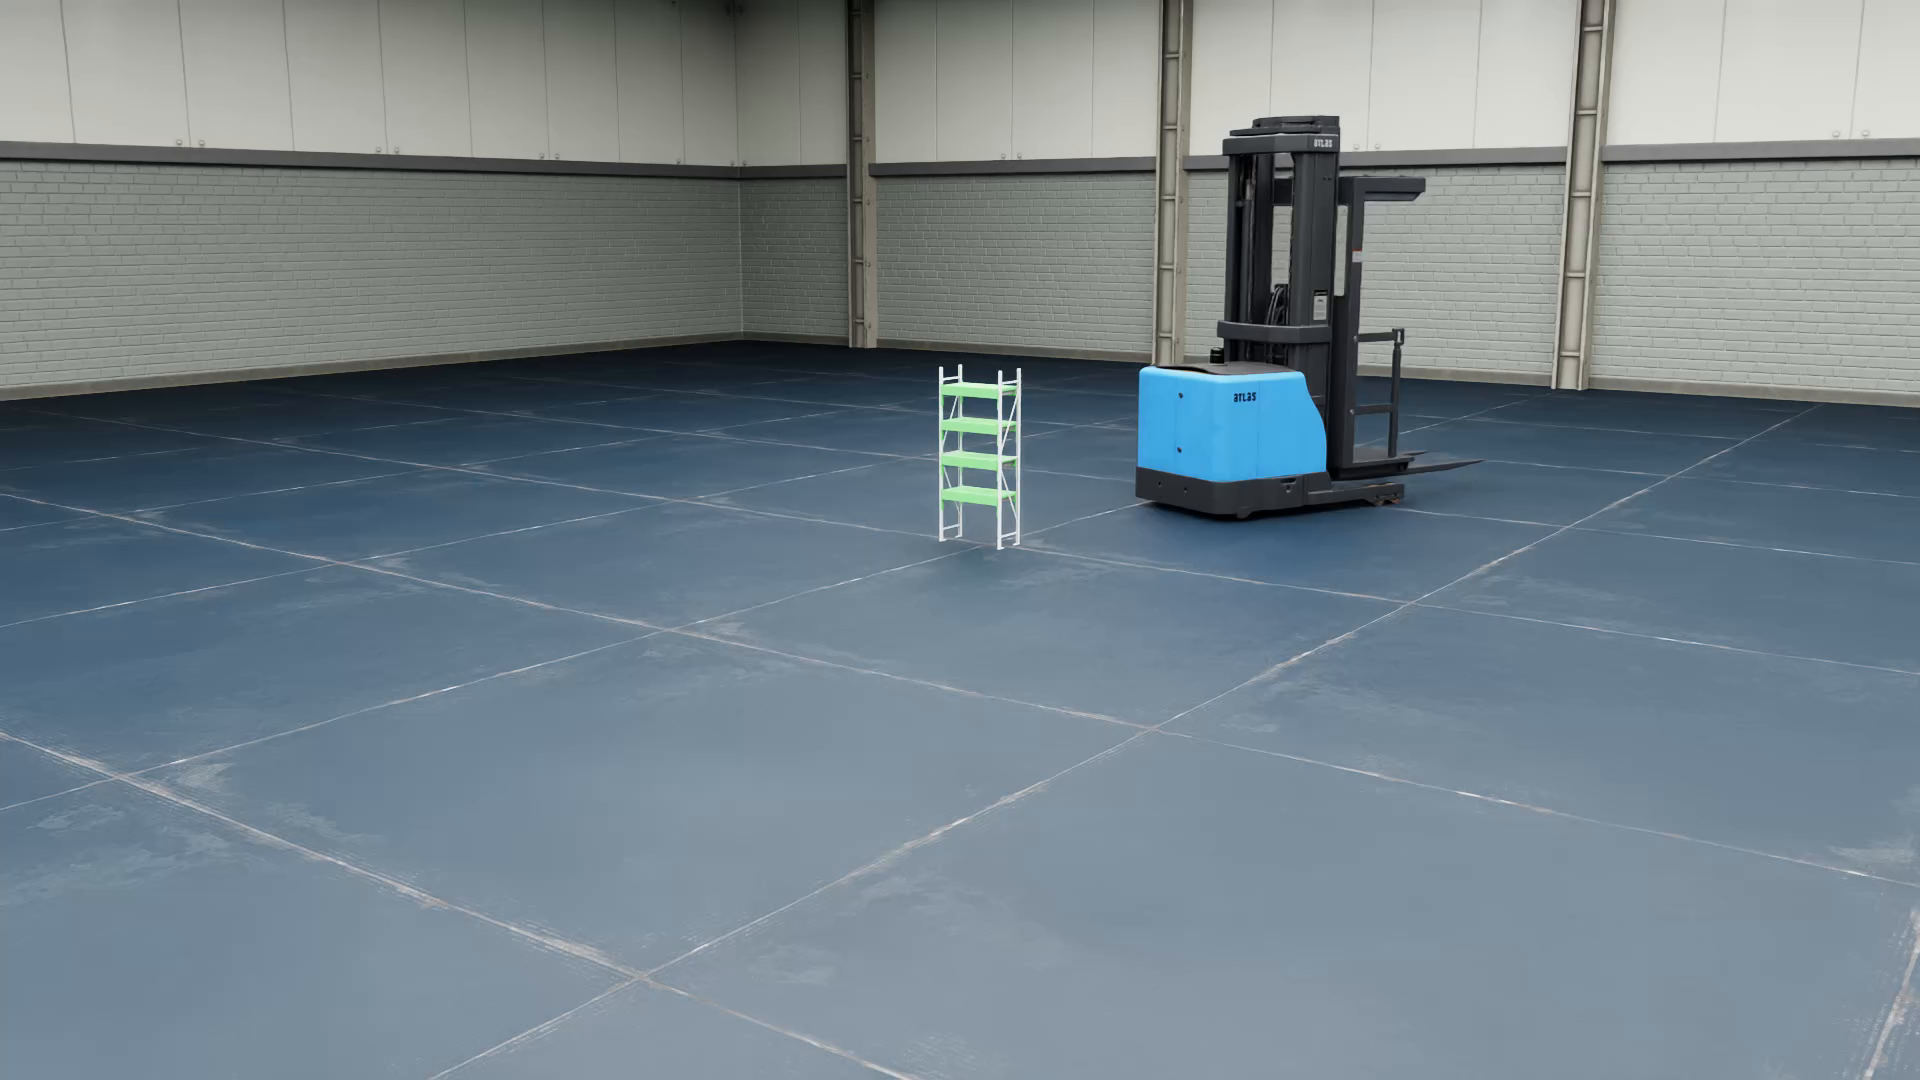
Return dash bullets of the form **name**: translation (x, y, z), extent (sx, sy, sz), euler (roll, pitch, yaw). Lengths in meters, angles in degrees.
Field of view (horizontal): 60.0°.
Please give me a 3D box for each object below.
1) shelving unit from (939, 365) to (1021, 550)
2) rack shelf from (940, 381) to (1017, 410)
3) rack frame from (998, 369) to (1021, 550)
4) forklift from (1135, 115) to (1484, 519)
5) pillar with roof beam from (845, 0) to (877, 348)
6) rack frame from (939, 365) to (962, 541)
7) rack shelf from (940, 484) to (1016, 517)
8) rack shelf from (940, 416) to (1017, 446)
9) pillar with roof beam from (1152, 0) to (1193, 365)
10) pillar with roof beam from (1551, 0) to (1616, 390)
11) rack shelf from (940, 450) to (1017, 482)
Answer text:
- **shelving unit**: translation (0.133, -0.570, 11.320), extent (0.503, 1.200, 0.258), euler (8, 13, 36)
- **rack shelf**: translation (0.133, -0.979, 11.240), extent (0.480, 0.148, 0.258), euler (8, 13, 36)
- **rack frame**: translation (0.330, -0.543, 11.178), extent (0.015, 1.200, 0.240), euler (8, 13, 36)
- **forklift**: translation (2.880, -1.781, 13.020), extent (3.031, 2.935, 1.130), euler (-7, 13, -31)
- **pillar with roof beam**: translation (-4.222, -7.097, 24.524), extent (0.400, 9.000, 9.100), euler (8, 13, 36)
- **rack frame**: translation (-0.063, -0.598, 11.461), extent (0.015, 1.200, 0.240), euler (8, 13, 36)
- **rack shelf**: translation (0.133, -0.272, 11.377), extent (0.480, 0.148, 0.258), euler (8, 13, 36)
- **rack shelf**: translation (0.133, -0.743, 11.286), extent (0.480, 0.148, 0.258), euler (8, 13, 36)
- **pillar with roof beam**: translation (0.614, -6.423, 21.037), extent (0.400, 9.000, 9.100), euler (8, 13, 36)
- **pillar with roof beam**: translation (5.450, -5.748, 17.550), extent (0.400, 9.000, 9.100), euler (8, 13, 36)
- **rack shelf**: translation (0.133, -0.508, 11.332), extent (0.480, 0.148, 0.258), euler (8, 13, 36)
